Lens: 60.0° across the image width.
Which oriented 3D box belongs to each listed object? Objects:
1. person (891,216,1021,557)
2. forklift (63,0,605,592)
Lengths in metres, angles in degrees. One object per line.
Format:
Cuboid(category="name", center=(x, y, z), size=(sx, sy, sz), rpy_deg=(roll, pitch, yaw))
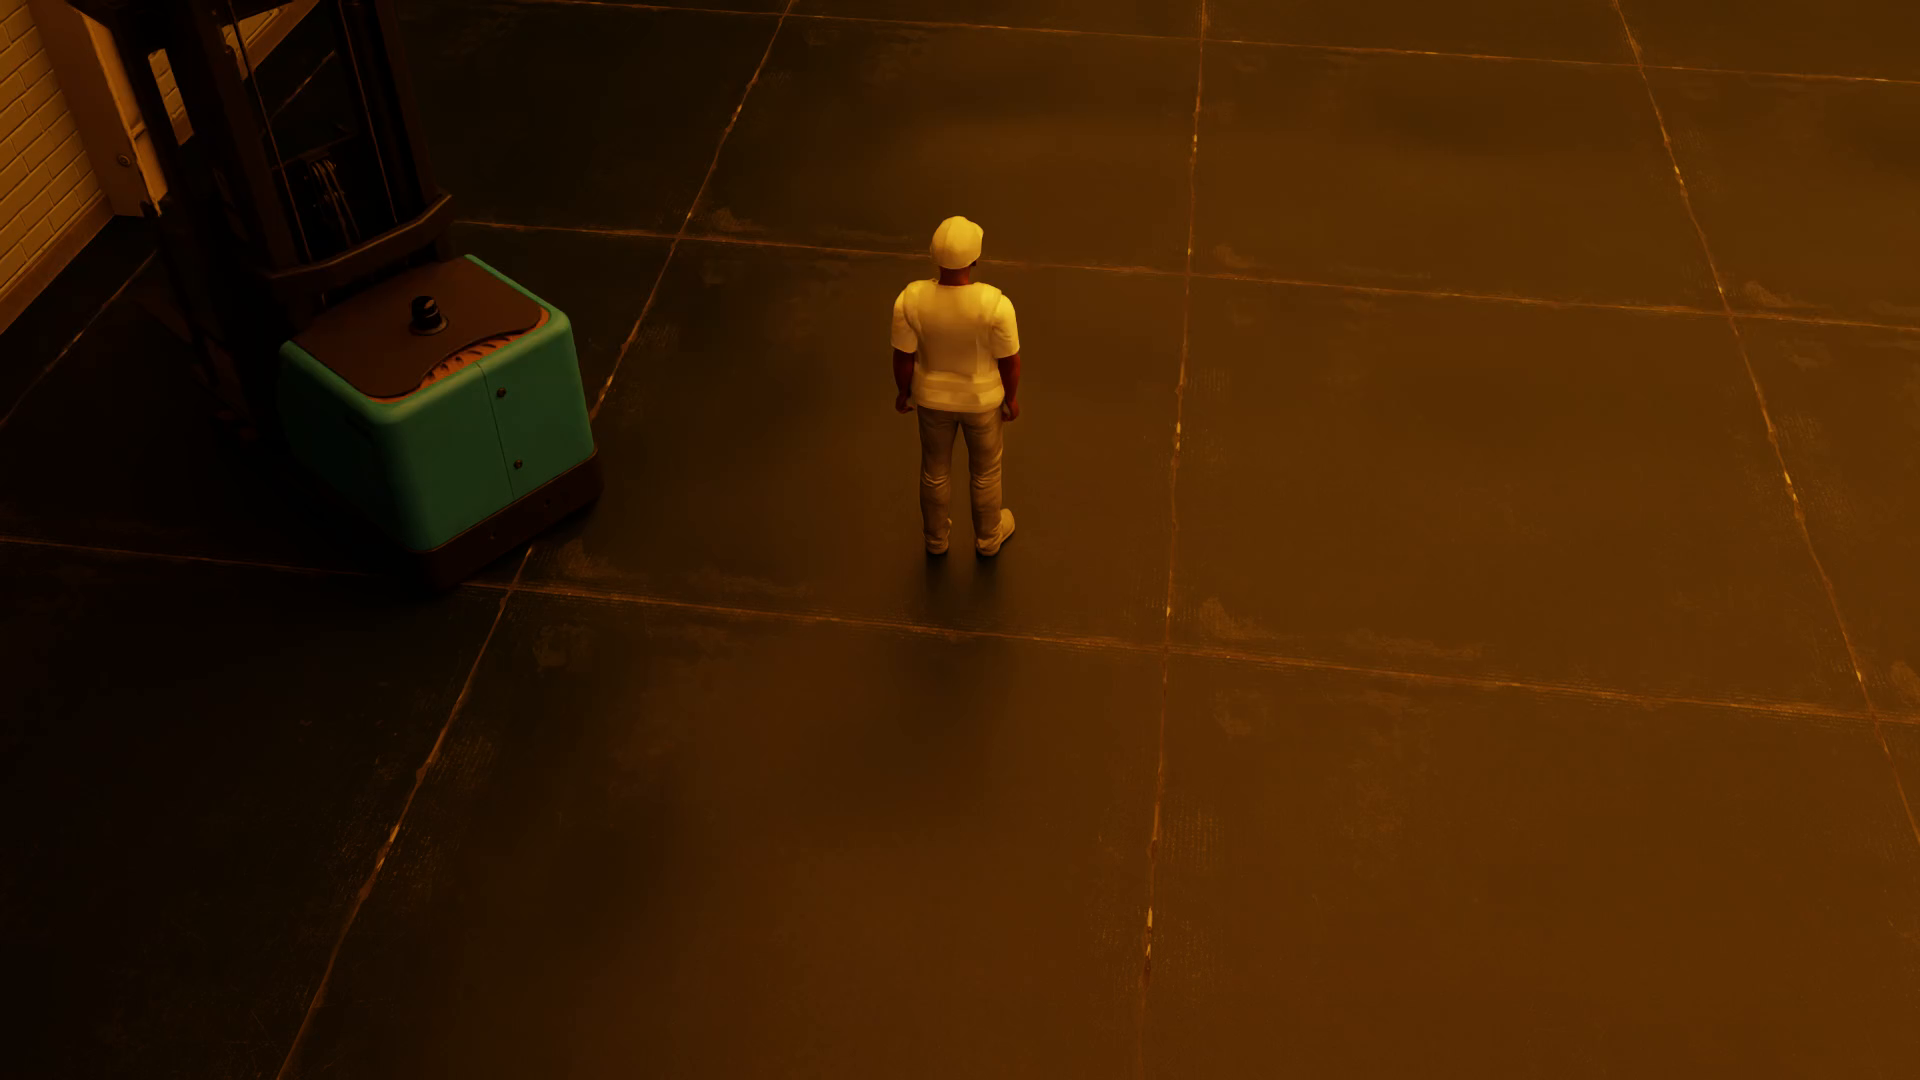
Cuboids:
Cuboid(category="person", center=(-0.010, -0.653, 7.296), size=(0.556, 1.770, 0.388), rpy_deg=(5, 43, 6))
Cuboid(category="forklift", center=(-3.148, -1.716, 7.593), size=(3.031, 2.935, 1.130), rpy_deg=(32, 51, 30))
